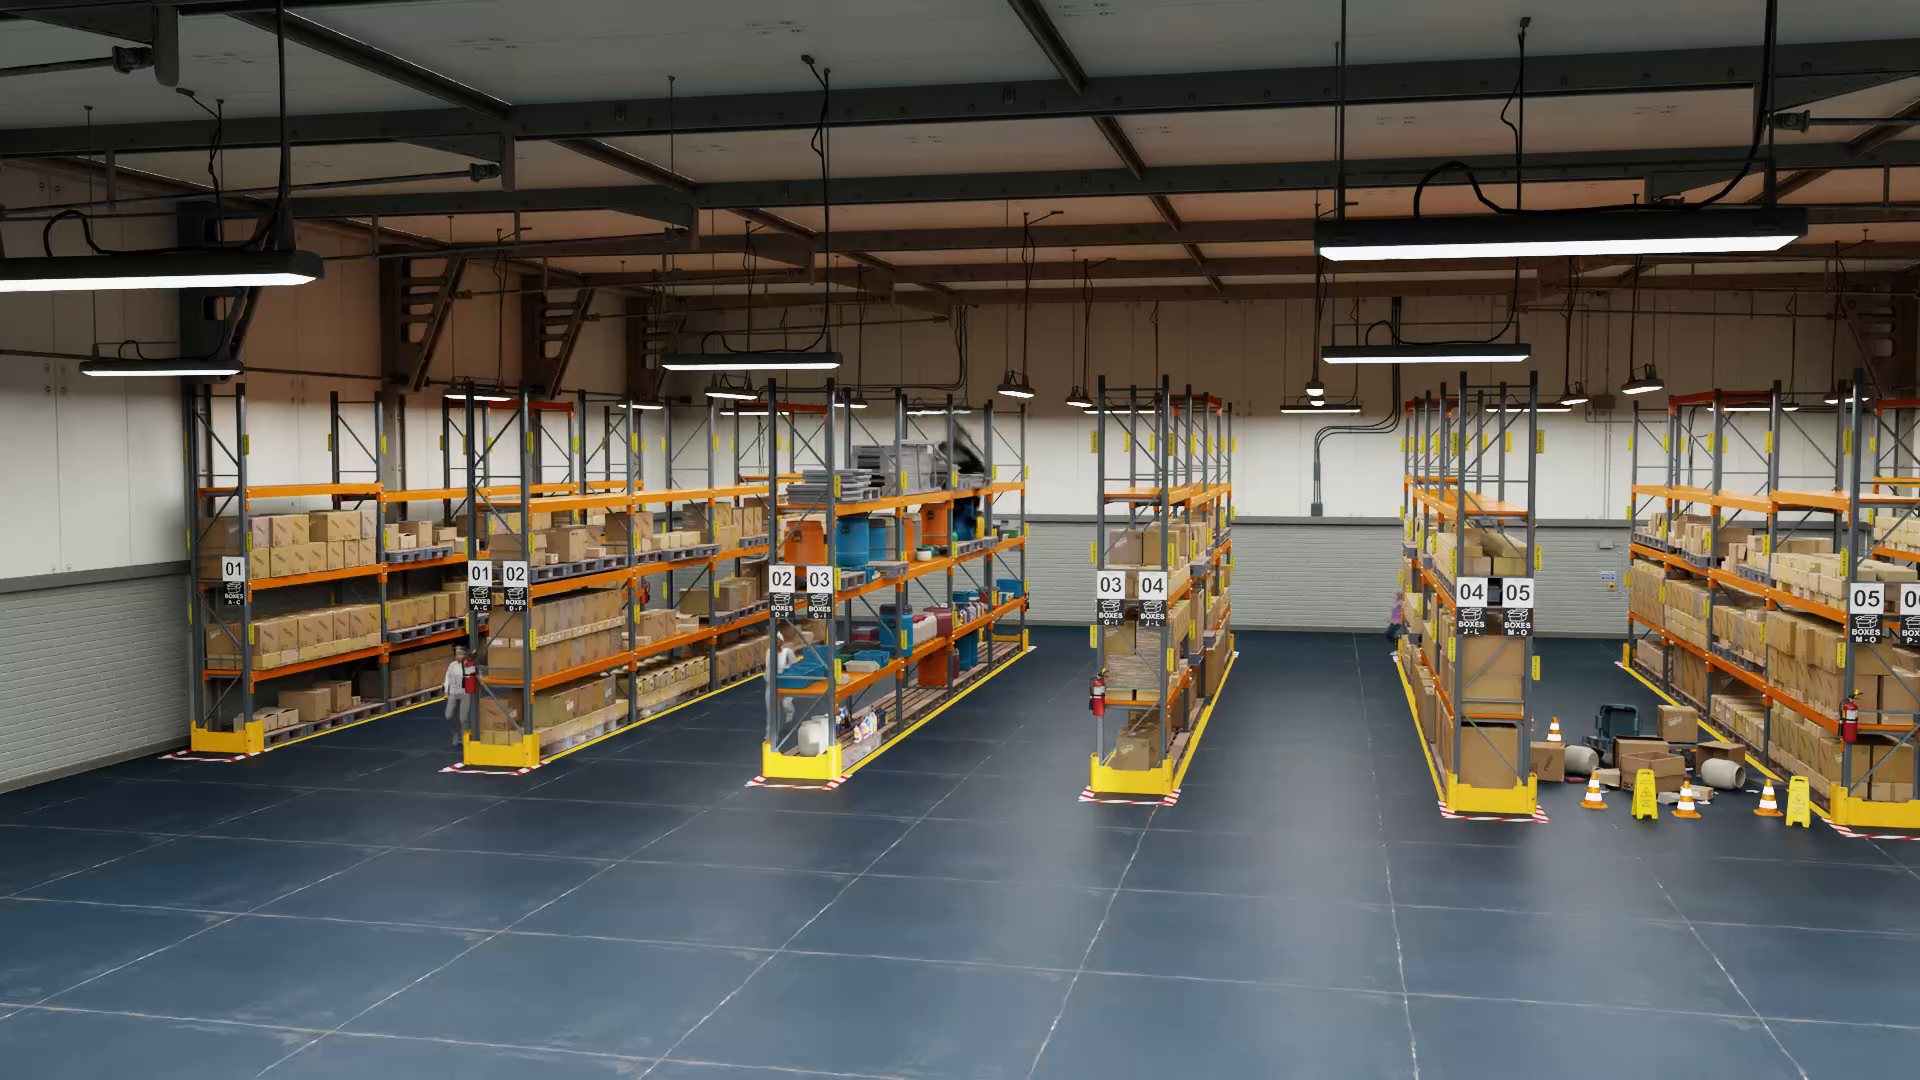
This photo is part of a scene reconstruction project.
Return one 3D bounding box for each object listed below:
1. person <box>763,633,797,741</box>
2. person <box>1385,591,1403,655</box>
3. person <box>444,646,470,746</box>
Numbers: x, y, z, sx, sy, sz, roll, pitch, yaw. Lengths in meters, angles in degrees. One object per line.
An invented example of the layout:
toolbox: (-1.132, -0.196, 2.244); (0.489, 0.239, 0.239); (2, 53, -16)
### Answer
person: (-3.094, 2.484, 28.643); (0.648, 1.783, 1.166); (0, 3, 8)
person: (10.379, 1.975, 39.565); (0.462, 1.556, 0.614); (0, 3, -2)
person: (-8.347, 2.592, 27.681); (0.645, 1.687, 0.549); (1, 3, 9)
